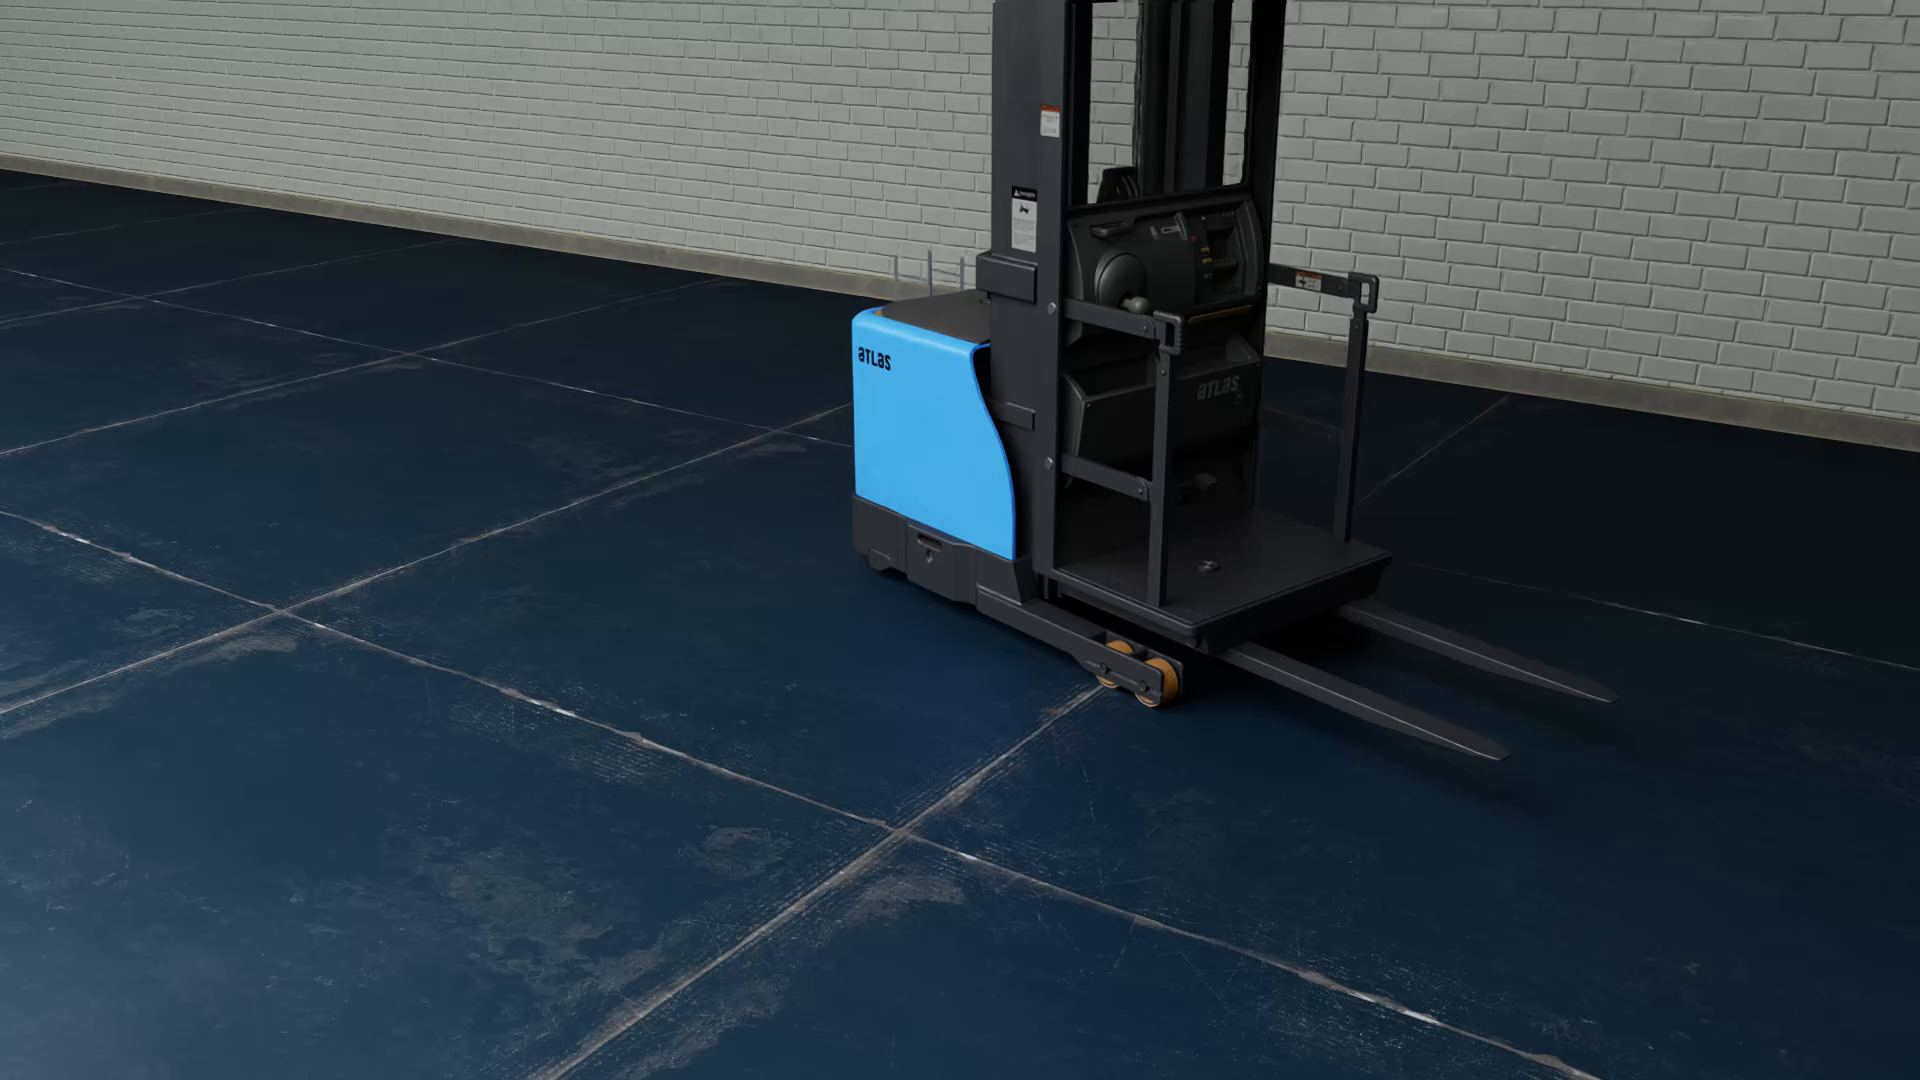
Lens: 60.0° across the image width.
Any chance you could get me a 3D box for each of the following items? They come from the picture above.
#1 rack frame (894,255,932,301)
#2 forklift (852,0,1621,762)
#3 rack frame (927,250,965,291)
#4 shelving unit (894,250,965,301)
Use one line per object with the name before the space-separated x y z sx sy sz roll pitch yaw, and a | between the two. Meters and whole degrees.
rack frame | -0.199 -0.622 7.218 0.006 1.200 0.240 -17 26 -38
forklift | 0.876 -0.997 5.736 1.130 2.935 3.031 -16 26 -37
rack frame | -0.061 -0.664 7.331 0.006 1.200 0.240 -17 26 -38
shelving unit | -0.130 -0.643 7.274 0.189 1.200 0.258 -17 26 -38
